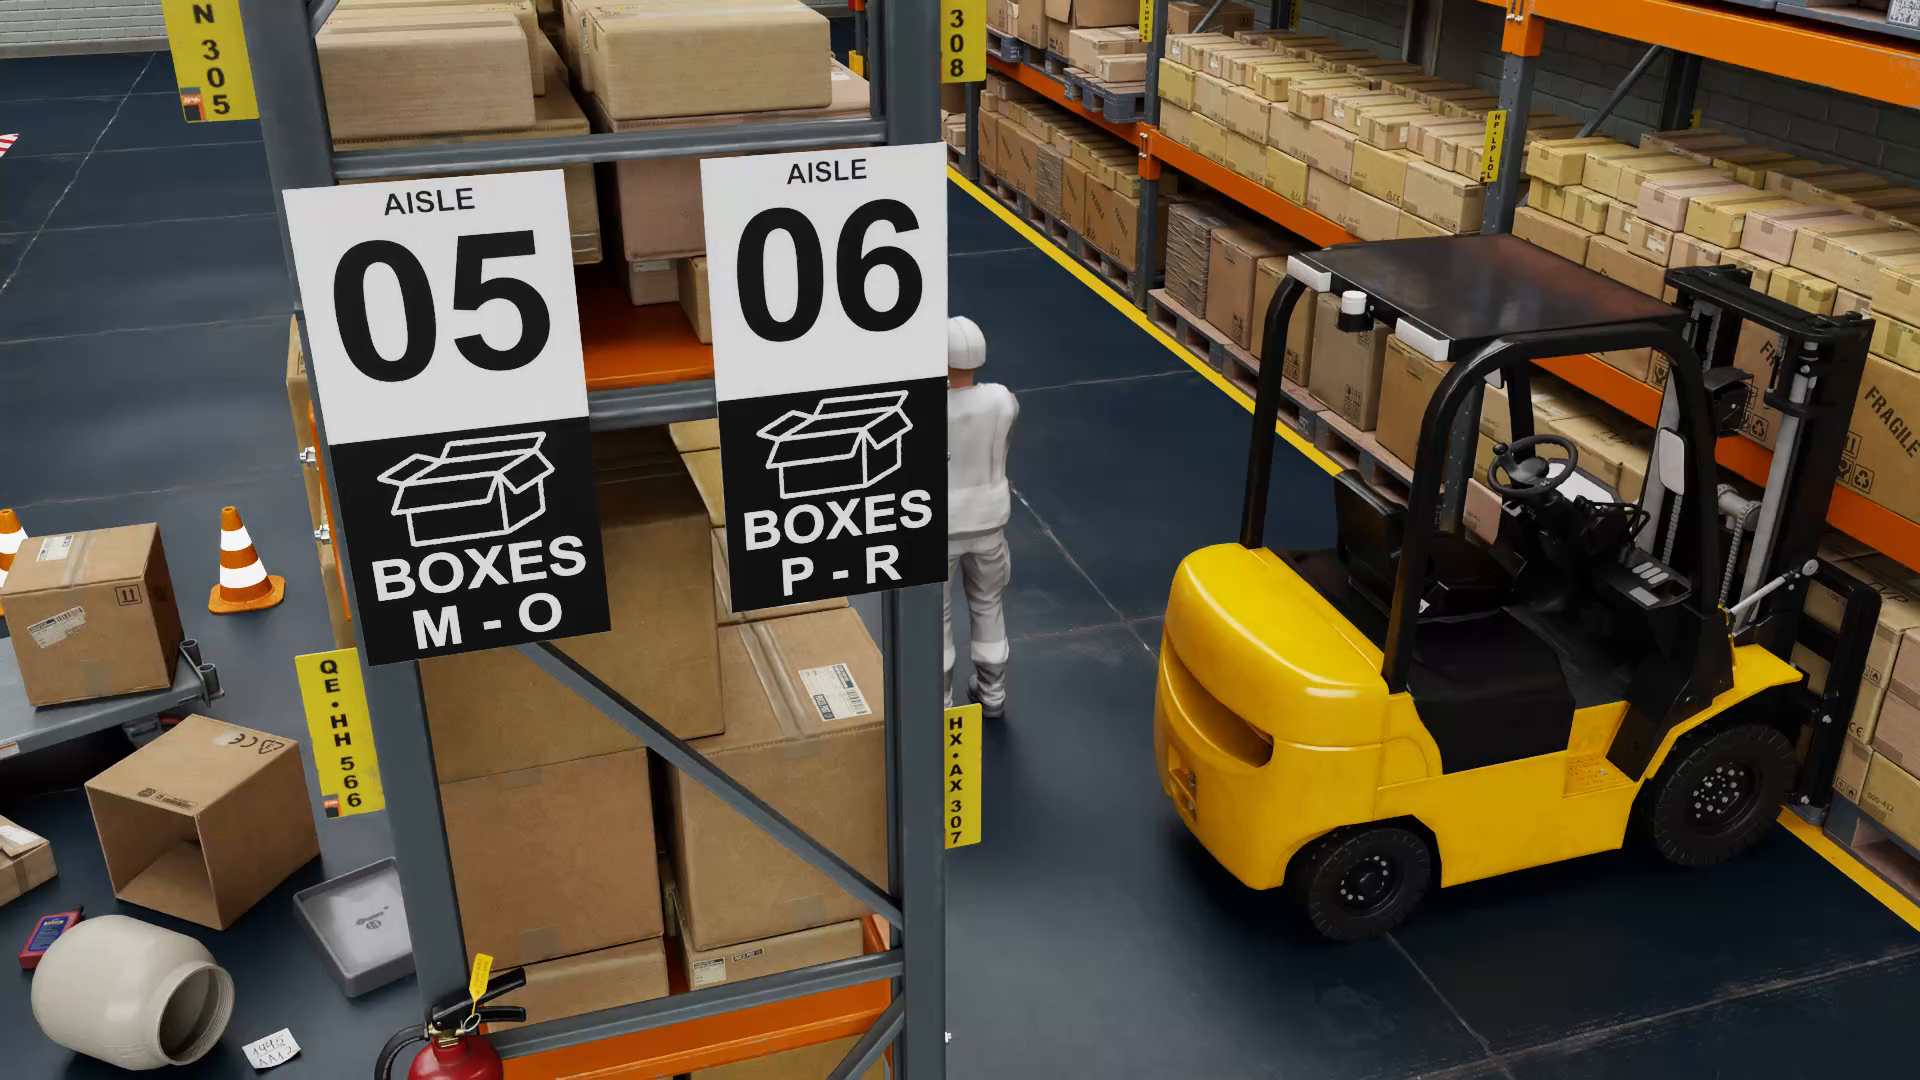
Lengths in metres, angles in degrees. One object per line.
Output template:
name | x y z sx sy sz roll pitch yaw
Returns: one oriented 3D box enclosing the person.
person | -0.043 -0.106 6.807 0.494 1.783 0.557 -8 27 -16
